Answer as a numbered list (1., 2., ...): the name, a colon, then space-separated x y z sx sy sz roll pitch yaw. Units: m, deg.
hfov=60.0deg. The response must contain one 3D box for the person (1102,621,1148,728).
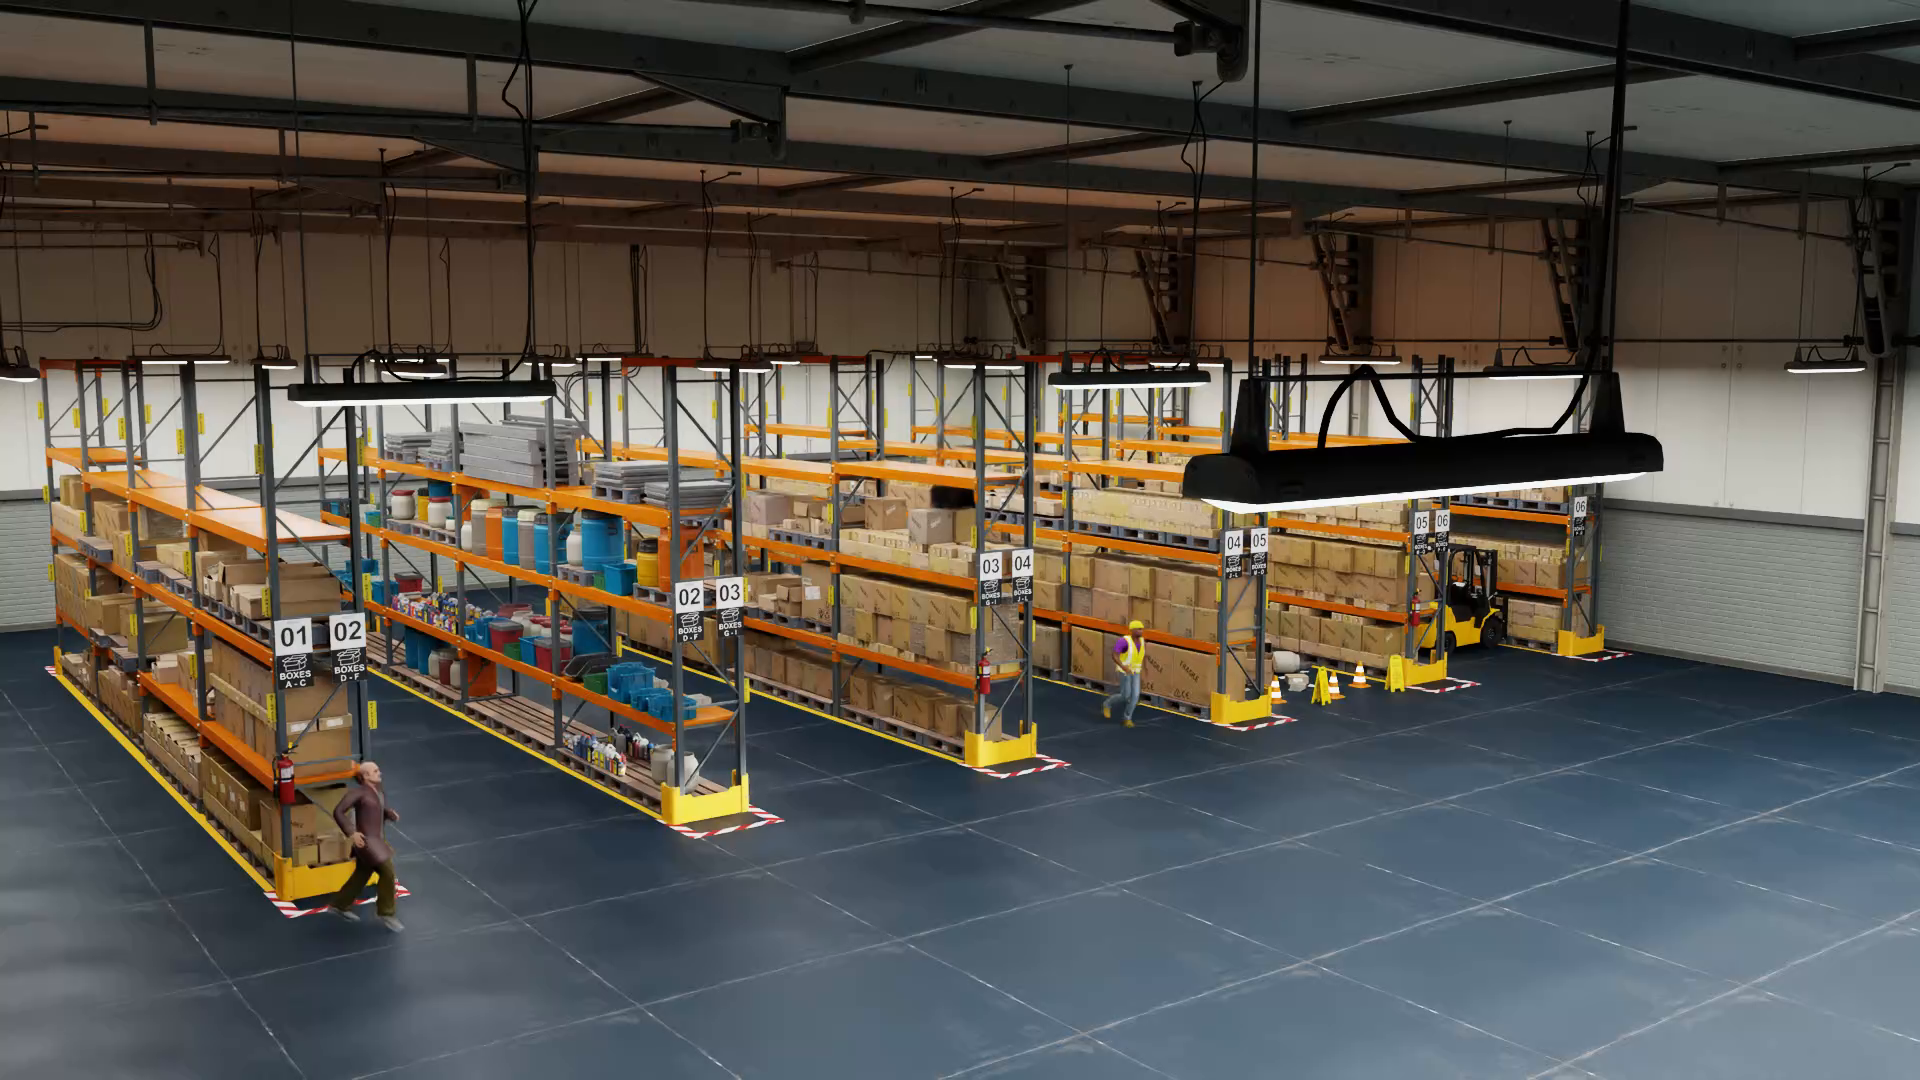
1. person: 2.804 2.183 27.607 0.754 1.730 0.708 -5 9 -39

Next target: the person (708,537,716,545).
1. person: -5.949 0.703 39.721 0.727 1.737 0.711 -2 7 -18

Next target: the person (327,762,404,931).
1. person: -6.442 3.300 18.013 0.856 1.835 0.706 -1 7 -5

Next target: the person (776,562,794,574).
1. person: -4.460 0.401 42.614 0.600 1.629 0.548 -5 9 -37

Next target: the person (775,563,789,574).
1. person: -4.447 0.484 41.798 0.566 1.654 0.656 0 7 0
